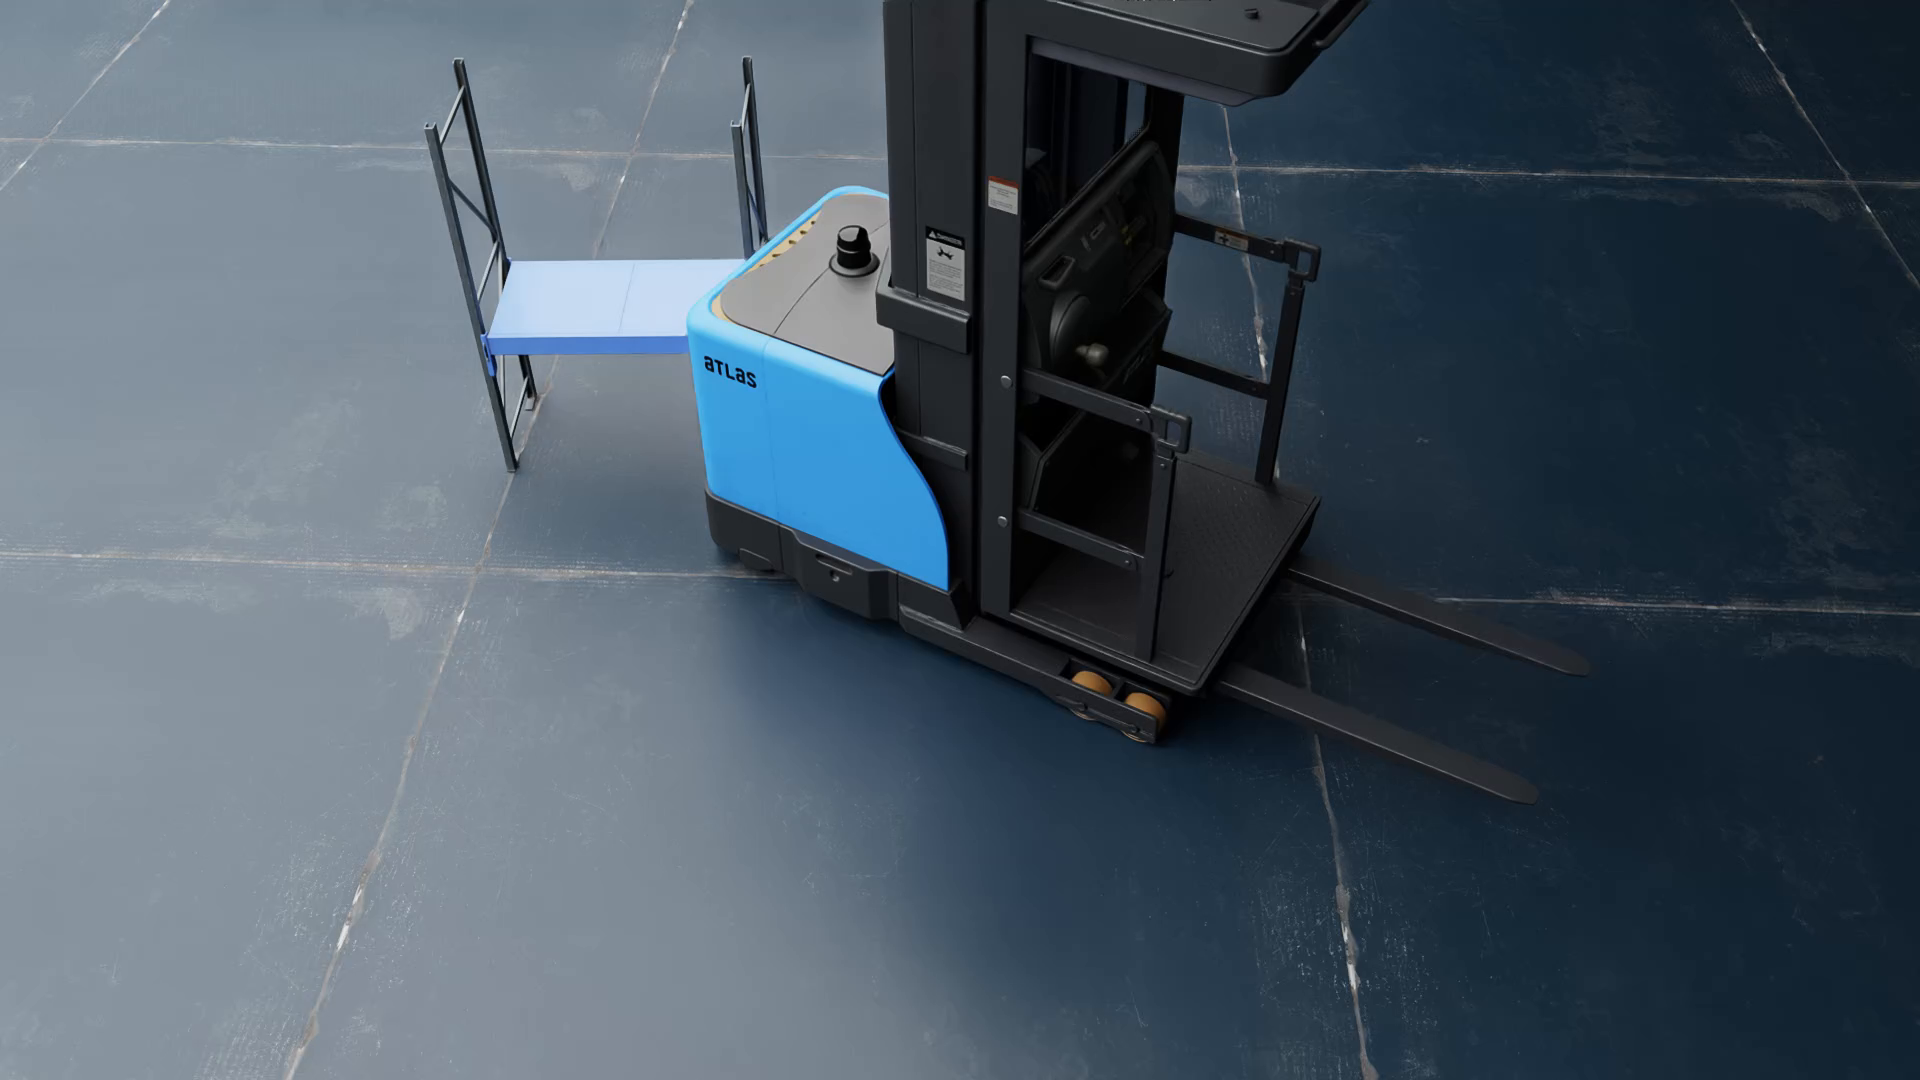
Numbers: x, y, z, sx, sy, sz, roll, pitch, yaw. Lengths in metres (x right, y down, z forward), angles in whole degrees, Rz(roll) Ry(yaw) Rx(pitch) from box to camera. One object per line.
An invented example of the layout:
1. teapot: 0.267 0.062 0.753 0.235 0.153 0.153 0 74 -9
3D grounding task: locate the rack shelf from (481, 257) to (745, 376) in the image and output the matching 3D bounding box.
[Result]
1. rack shelf: -1.259 -0.859 6.336 1.000 0.185 0.538 -1 43 -1

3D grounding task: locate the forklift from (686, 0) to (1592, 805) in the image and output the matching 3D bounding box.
1. forklift: 0.608 -0.818 4.978 3.031 2.935 1.130 22 47 22

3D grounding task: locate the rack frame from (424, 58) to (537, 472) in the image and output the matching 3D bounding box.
1. rack frame: -1.767 -0.986 6.208 0.032 1.500 0.500 -1 43 -1

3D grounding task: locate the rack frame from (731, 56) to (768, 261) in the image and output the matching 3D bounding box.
1. rack frame: -0.750 -0.996 6.219 0.032 1.500 0.500 -1 43 -1

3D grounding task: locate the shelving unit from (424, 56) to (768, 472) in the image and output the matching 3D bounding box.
1. shelving unit: -1.259 -0.991 6.213 1.048 1.500 0.538 -1 43 -1
